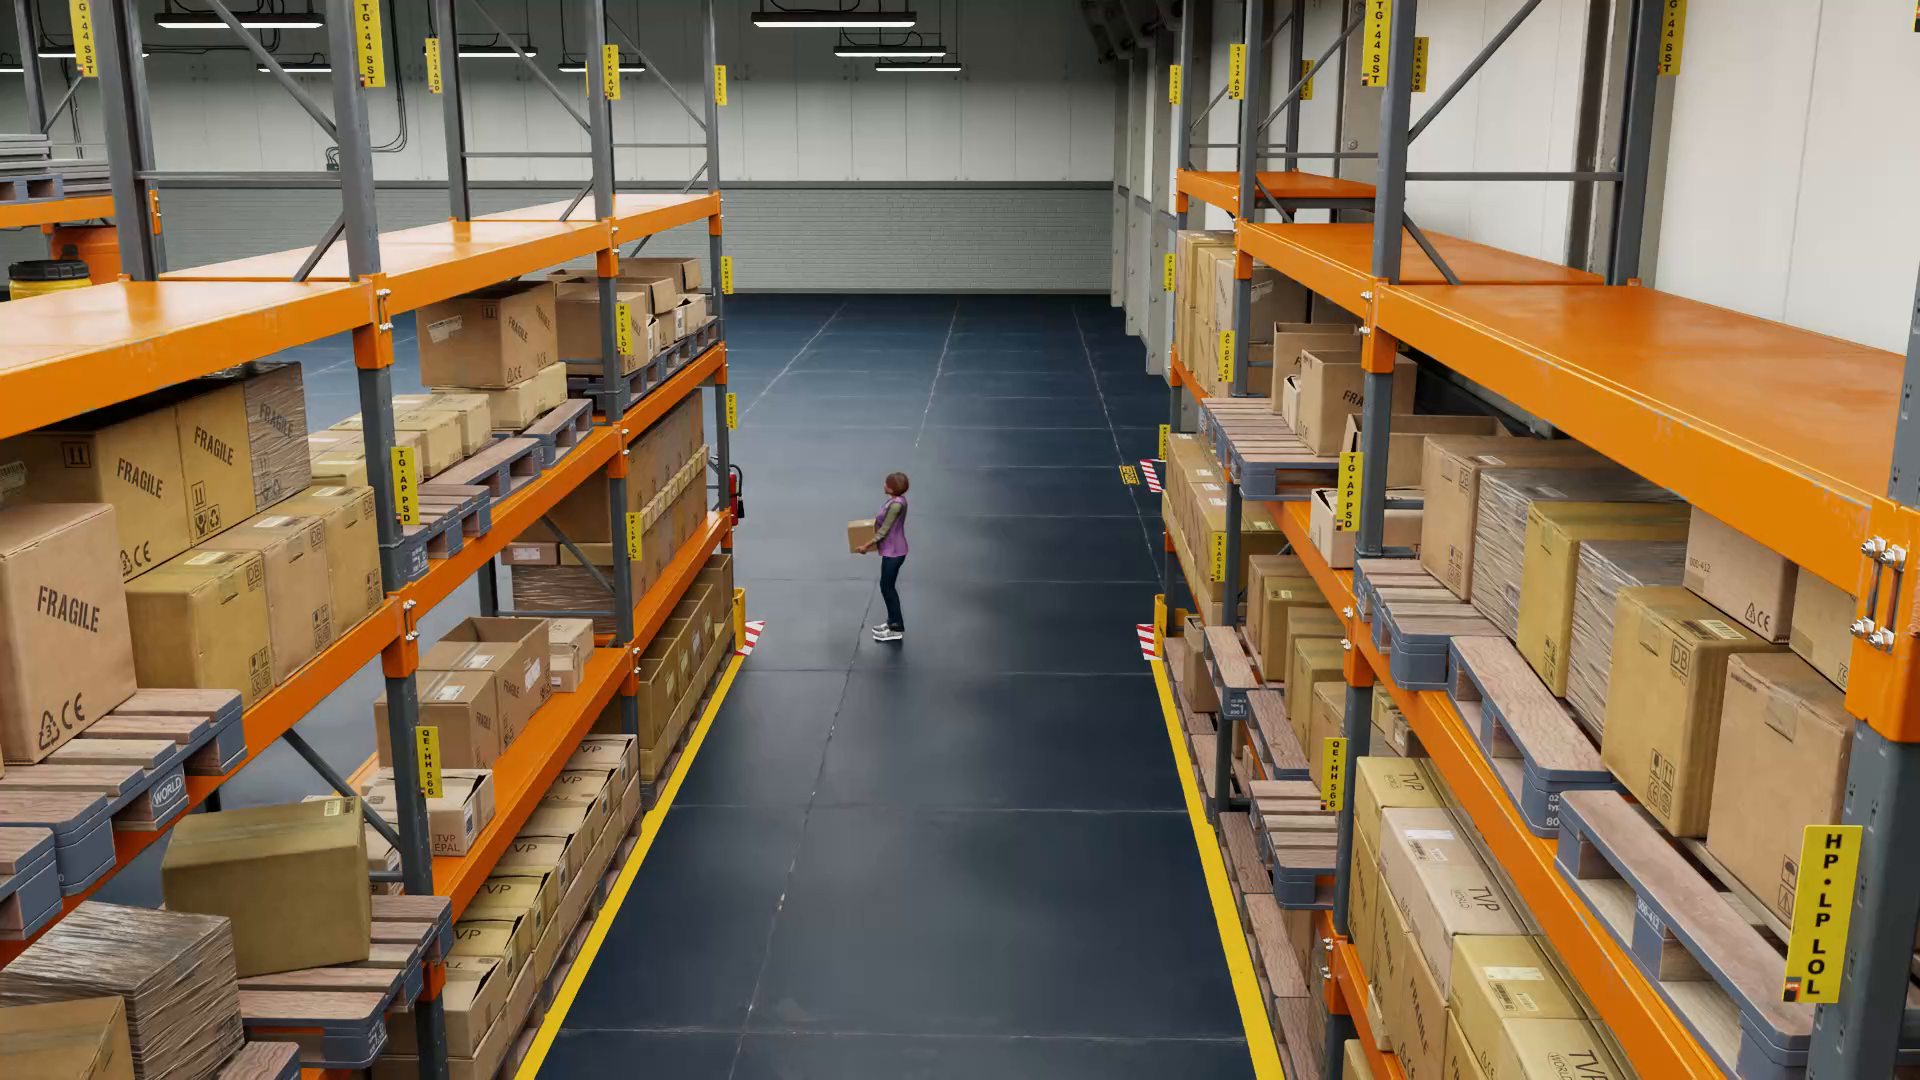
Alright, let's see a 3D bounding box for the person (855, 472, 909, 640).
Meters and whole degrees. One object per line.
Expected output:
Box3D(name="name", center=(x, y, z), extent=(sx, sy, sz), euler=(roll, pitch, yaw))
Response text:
Box3D(name="person", center=(-0.719, 0.137, 15.491), extent=(0.496, 1.588, 0.407), euler=(0, 14, 2))
